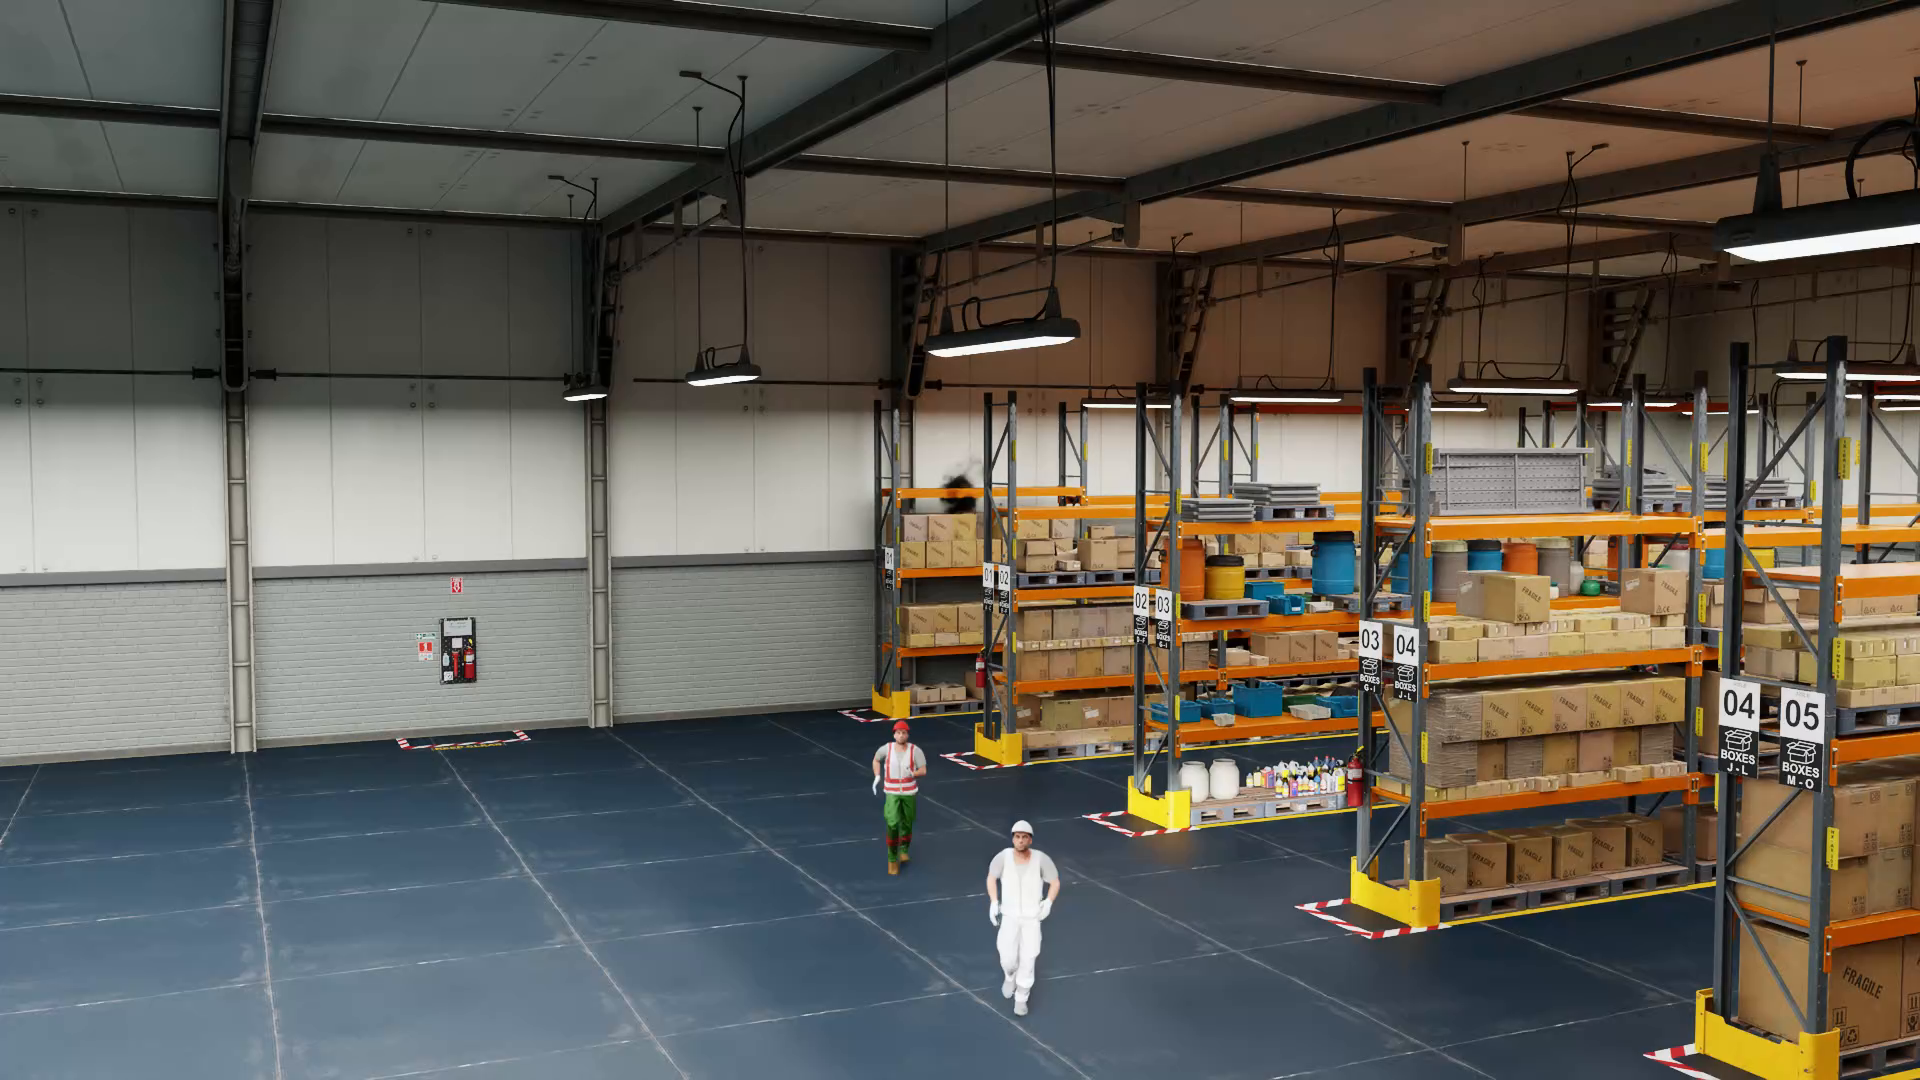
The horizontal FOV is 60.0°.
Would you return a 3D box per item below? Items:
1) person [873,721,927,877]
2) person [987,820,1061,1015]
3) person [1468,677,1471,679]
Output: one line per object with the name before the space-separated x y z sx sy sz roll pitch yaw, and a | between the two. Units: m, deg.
person | -0.725 3.101 20.067 0.643 1.846 0.762 0 3 -7
person | 0.576 3.411 15.103 0.673 1.752 0.590 0 3 5
person | 8.338 2.760 27.759 0.805 1.568 0.530 -2 4 -32
